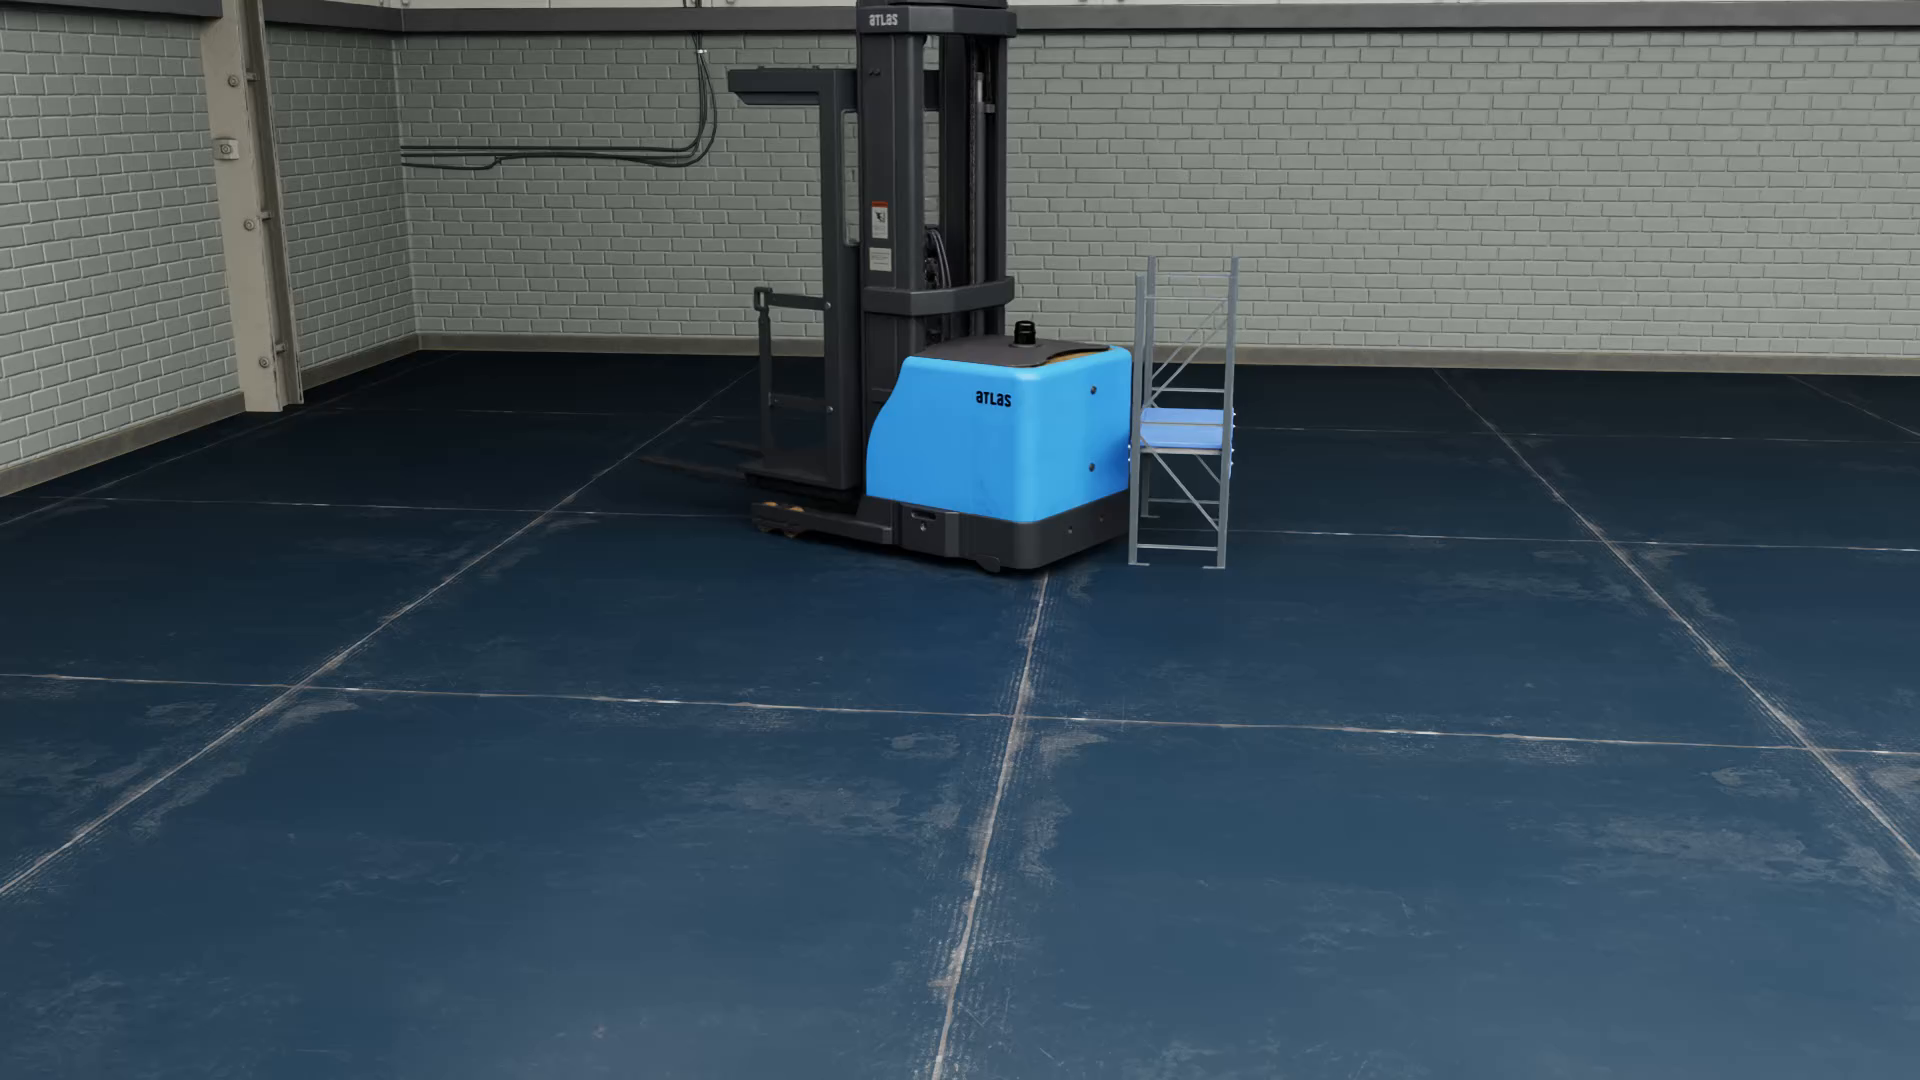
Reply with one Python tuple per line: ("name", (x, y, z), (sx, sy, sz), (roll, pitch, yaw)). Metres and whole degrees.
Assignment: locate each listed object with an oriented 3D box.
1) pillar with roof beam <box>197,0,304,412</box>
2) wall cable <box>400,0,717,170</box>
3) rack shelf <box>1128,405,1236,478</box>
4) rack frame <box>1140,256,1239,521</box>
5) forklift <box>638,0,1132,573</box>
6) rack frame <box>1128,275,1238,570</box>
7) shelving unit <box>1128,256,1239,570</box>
("pillar with roof beam", (-1.100, -5.261, 11.380), (9.100, 9.000, 0.400), (2, 15, 6))
("wall cable", (-3.731, -4.614, 14.936), (3.097, 2.526, 0.112), (2, 15, 6))
("rack shelf", (1.210, -0.542, 8.984), (0.538, 0.185, 1.000), (3, 15, 9))
("rack frame", (1.294, -0.847, 9.421), (0.500, 1.500, 0.032), (3, 15, 9))
("forklift", (-0.557, -1.532, 9.214), (3.031, 2.935, 1.130), (11, 19, 35))
("rack frame", (1.126, -0.585, 8.453), (0.500, 1.500, 0.032), (3, 15, 9))
("shelving unit", (1.210, -0.716, 8.937), (0.538, 1.500, 1.048), (3, 15, 9))
